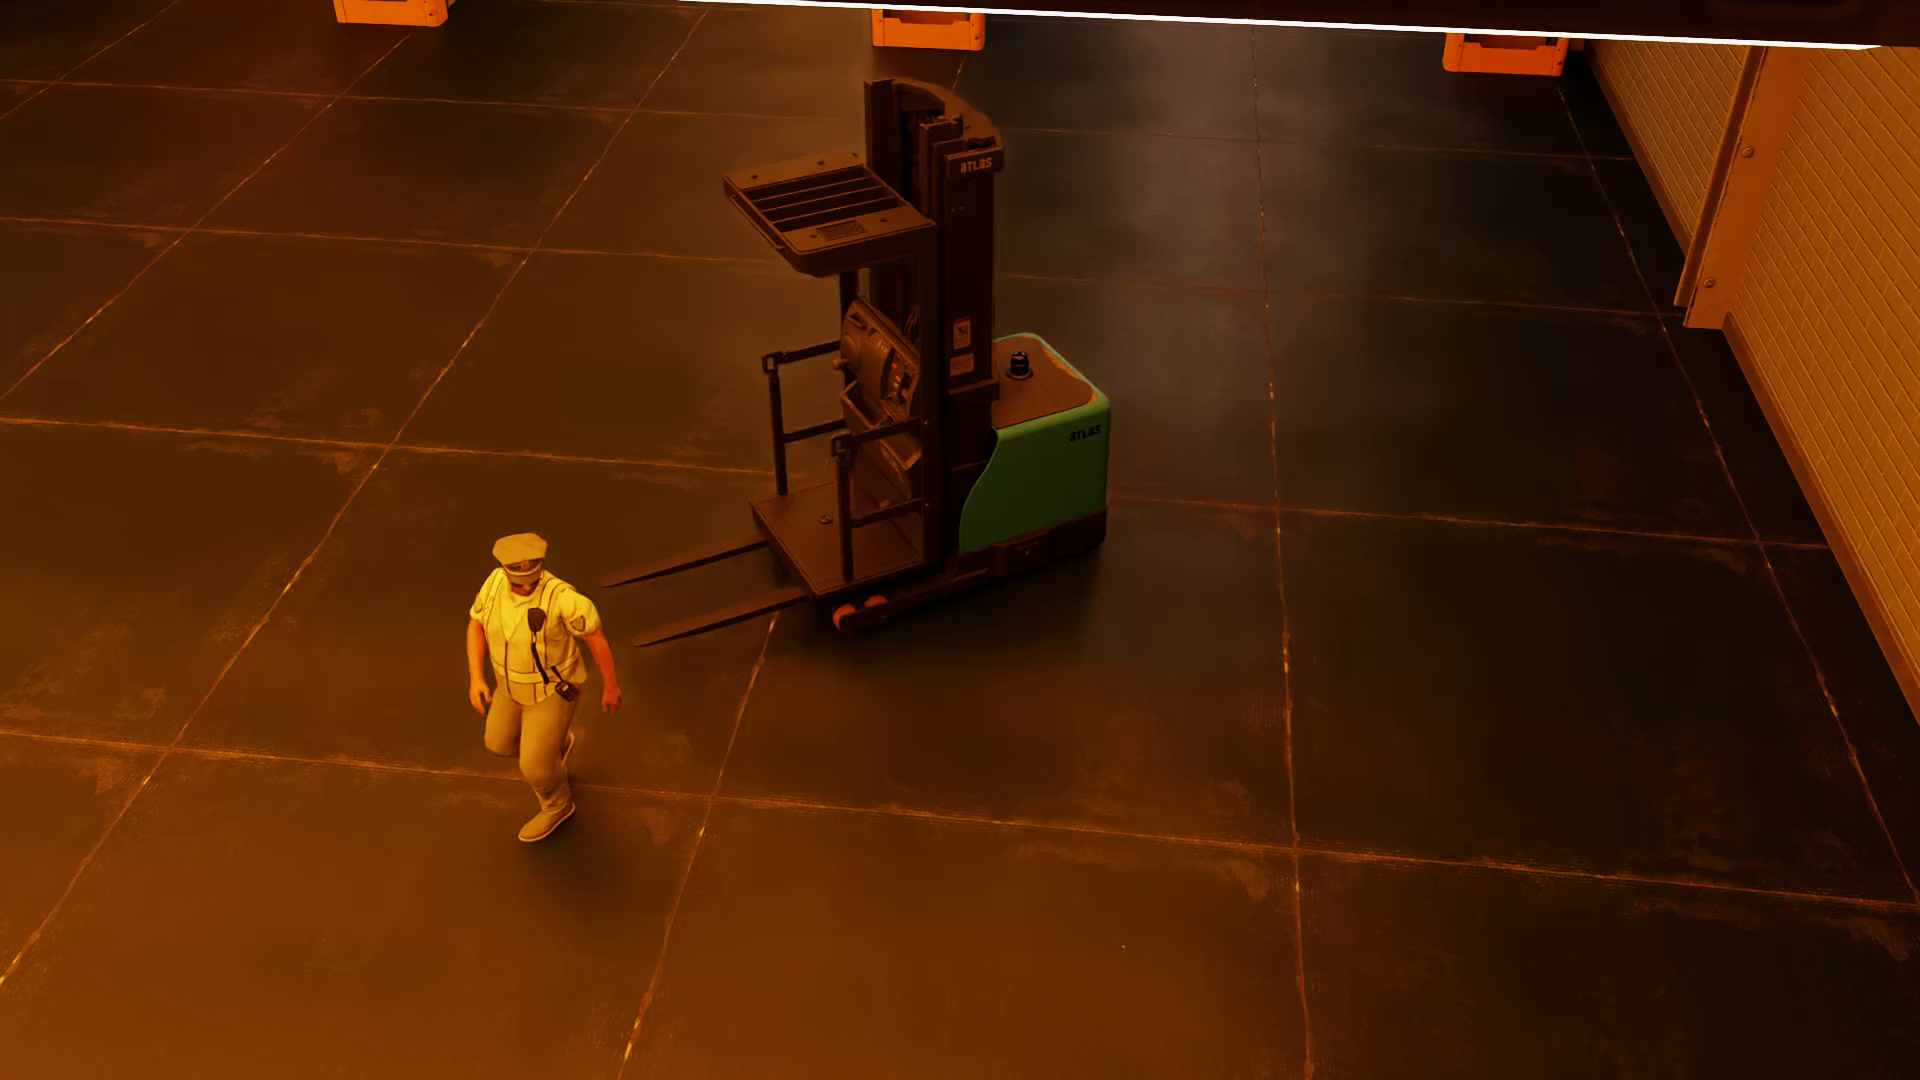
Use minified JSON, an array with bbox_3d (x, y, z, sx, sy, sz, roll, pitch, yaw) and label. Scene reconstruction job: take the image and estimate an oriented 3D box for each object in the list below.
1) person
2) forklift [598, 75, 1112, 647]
[{"bbox_3d":[-2.059,0.726,8.093,0.728,1.700,0.562,22,42,27],"label":"person"},{"bbox_3d":[-0.635,-0.992,9.375,3.031,2.935,1.130,-17,40,-22],"label":"forklift"}]
